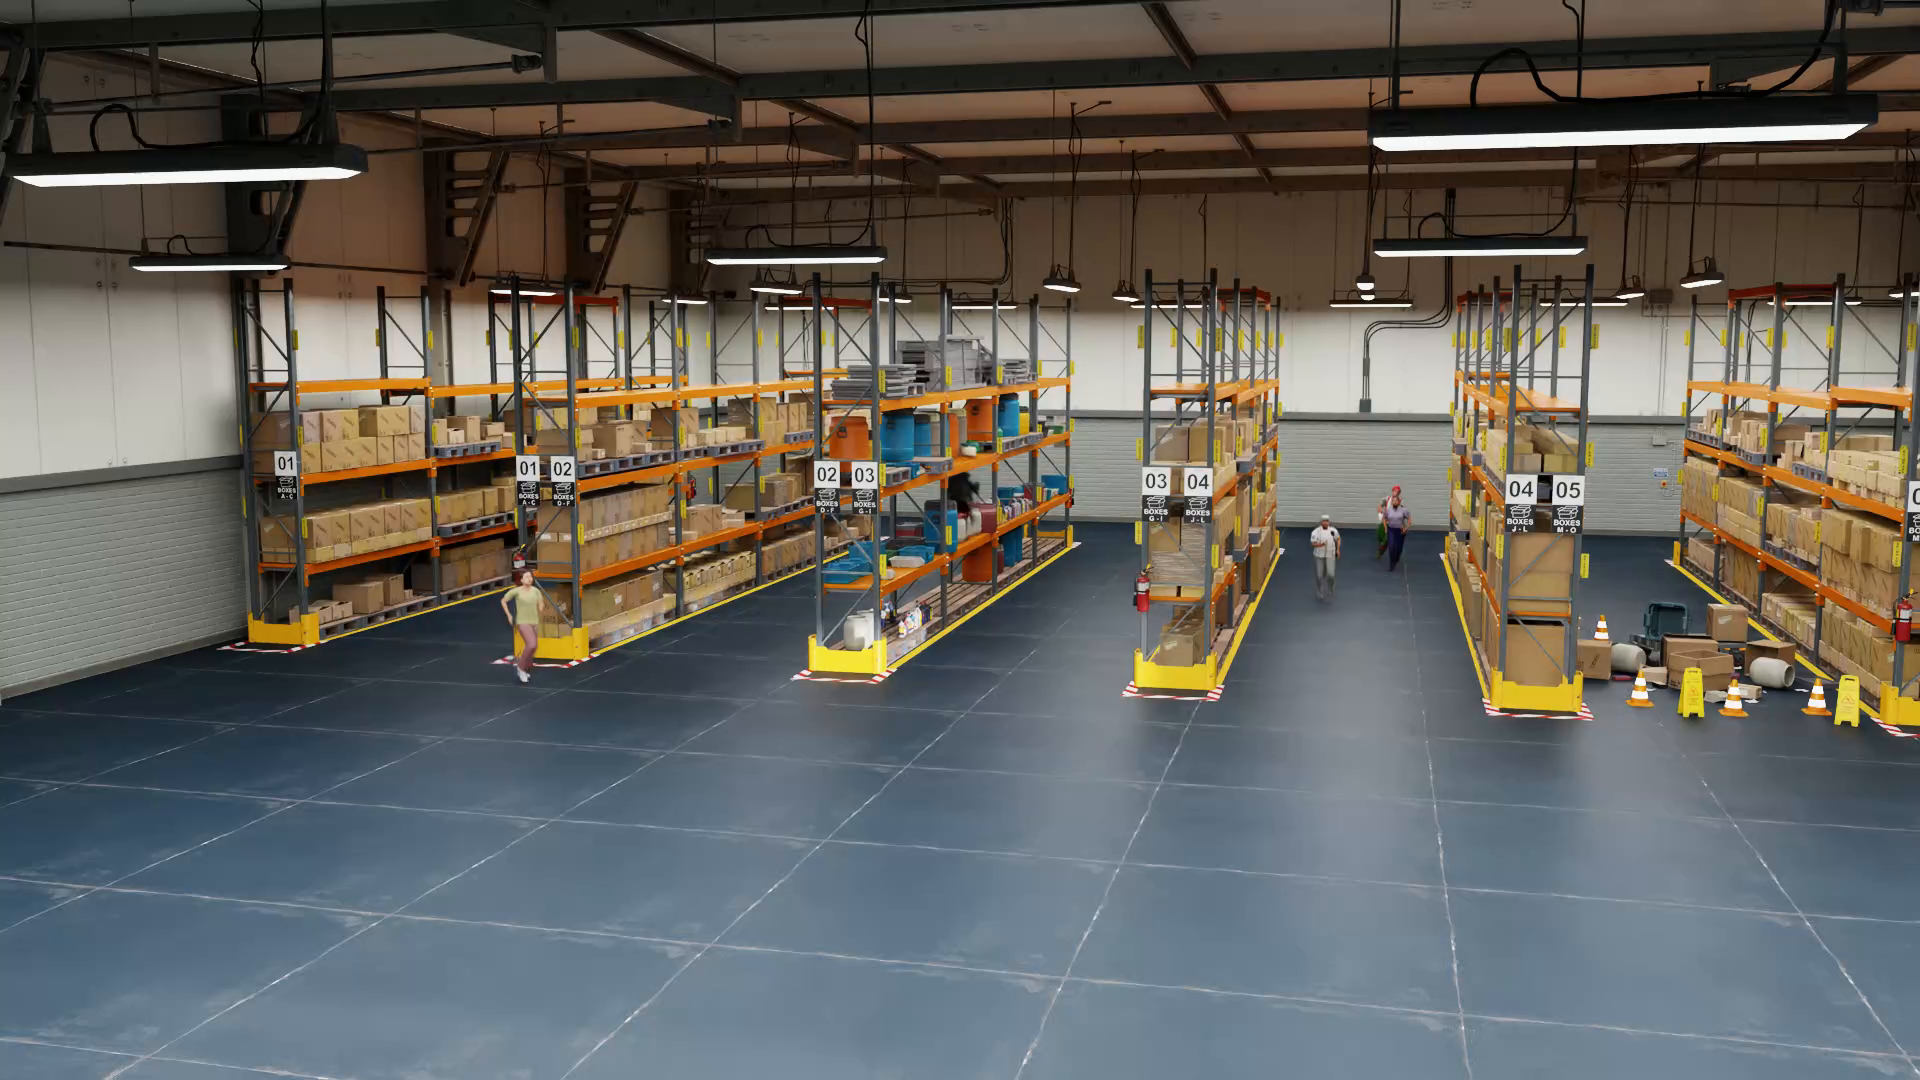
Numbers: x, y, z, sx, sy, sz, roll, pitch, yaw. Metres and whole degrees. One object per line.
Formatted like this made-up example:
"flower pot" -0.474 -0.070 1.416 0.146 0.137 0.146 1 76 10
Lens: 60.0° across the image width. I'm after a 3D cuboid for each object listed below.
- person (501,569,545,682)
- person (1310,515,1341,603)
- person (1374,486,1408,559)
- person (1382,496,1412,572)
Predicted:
"person" -6.348 1.252 24.406 0.658 1.656 0.555 6 9 41
"person" 7.014 0.364 31.935 0.576 1.712 0.716 1 7 12
"person" 9.937 -0.418 38.274 0.731 1.707 0.632 3 8 26
"person" 9.553 -0.146 36.398 0.624 1.646 0.677 2 7 18
